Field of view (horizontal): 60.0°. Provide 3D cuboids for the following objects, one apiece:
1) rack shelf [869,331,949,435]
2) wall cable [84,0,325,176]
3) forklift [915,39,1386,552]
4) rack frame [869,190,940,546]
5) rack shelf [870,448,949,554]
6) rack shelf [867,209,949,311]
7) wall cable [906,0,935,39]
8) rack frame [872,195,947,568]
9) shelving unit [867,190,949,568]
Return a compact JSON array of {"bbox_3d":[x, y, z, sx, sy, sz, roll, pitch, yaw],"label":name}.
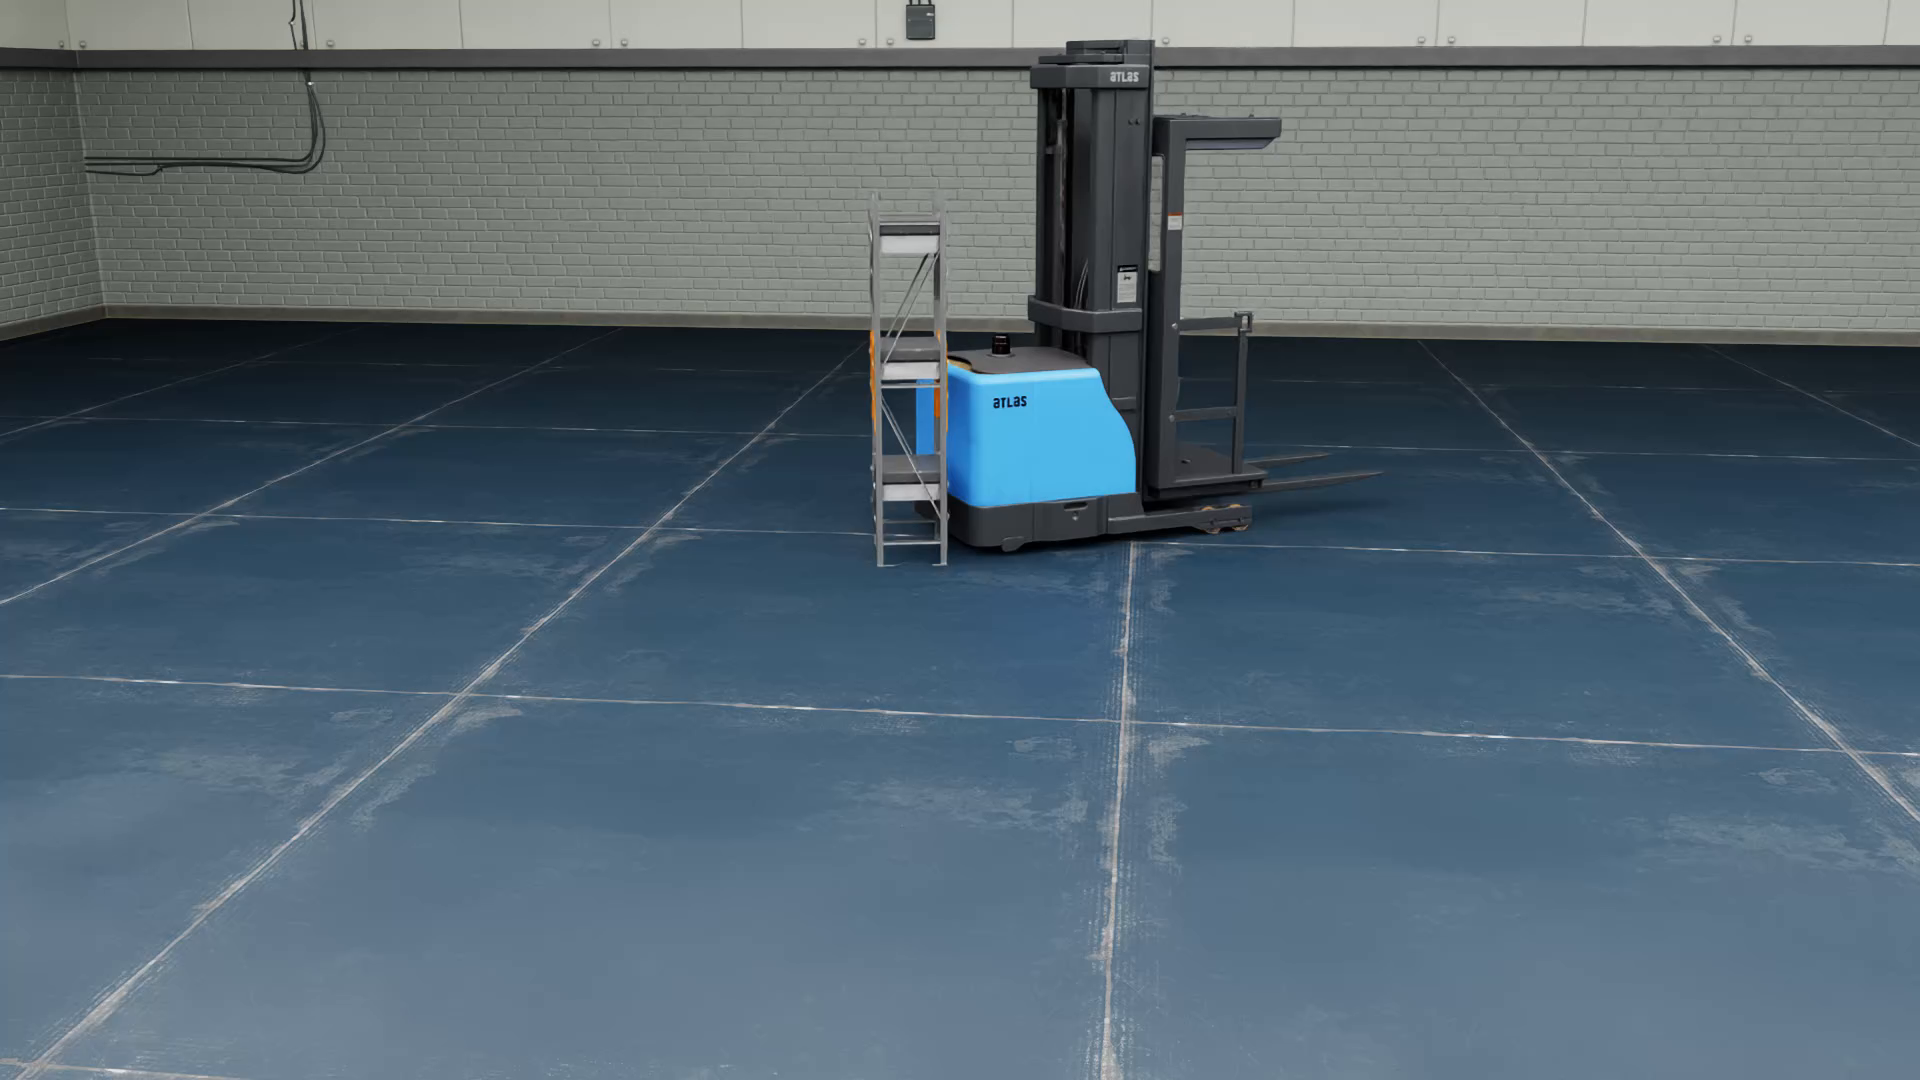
[{"bbox_3d":[-0.298,-0.910,9.555,0.431,0.518,0.480,-1,15,-5],"label":"rack shelf"},{"bbox_3d":[-8.867,-5.476,19.124,3.097,2.526,0.112,2,15,6],"label":"wall cable"},{"bbox_3d":[1.279,-1.572,10.362,3.031,2.935,1.130,-6,16,-22],"label":"forklift"},{"bbox_3d":[-0.320,-0.986,9.786,0.400,2.100,0.015,-1,15,-5],"label":"rack frame"},{"bbox_3d":[-0.298,-0.234,9.738,0.431,0.518,0.480,-1,15,-5],"label":"rack shelf"},{"bbox_3d":[-0.298,-1.585,9.373,0.431,0.518,0.480,-1,15,-5],"label":"rack shelf"},{"bbox_3d":[0.564,-8.333,17.226,2.305,6.003,0.169,2,15,6],"label":"wall cable"},{"bbox_3d":[-0.276,-0.859,9.317,0.400,2.100,0.015,-1,15,-5],"label":"rack frame"},{"bbox_3d":[-0.298,-0.923,9.552,0.431,2.100,0.503,-1,15,-5],"label":"shelving unit"}]
